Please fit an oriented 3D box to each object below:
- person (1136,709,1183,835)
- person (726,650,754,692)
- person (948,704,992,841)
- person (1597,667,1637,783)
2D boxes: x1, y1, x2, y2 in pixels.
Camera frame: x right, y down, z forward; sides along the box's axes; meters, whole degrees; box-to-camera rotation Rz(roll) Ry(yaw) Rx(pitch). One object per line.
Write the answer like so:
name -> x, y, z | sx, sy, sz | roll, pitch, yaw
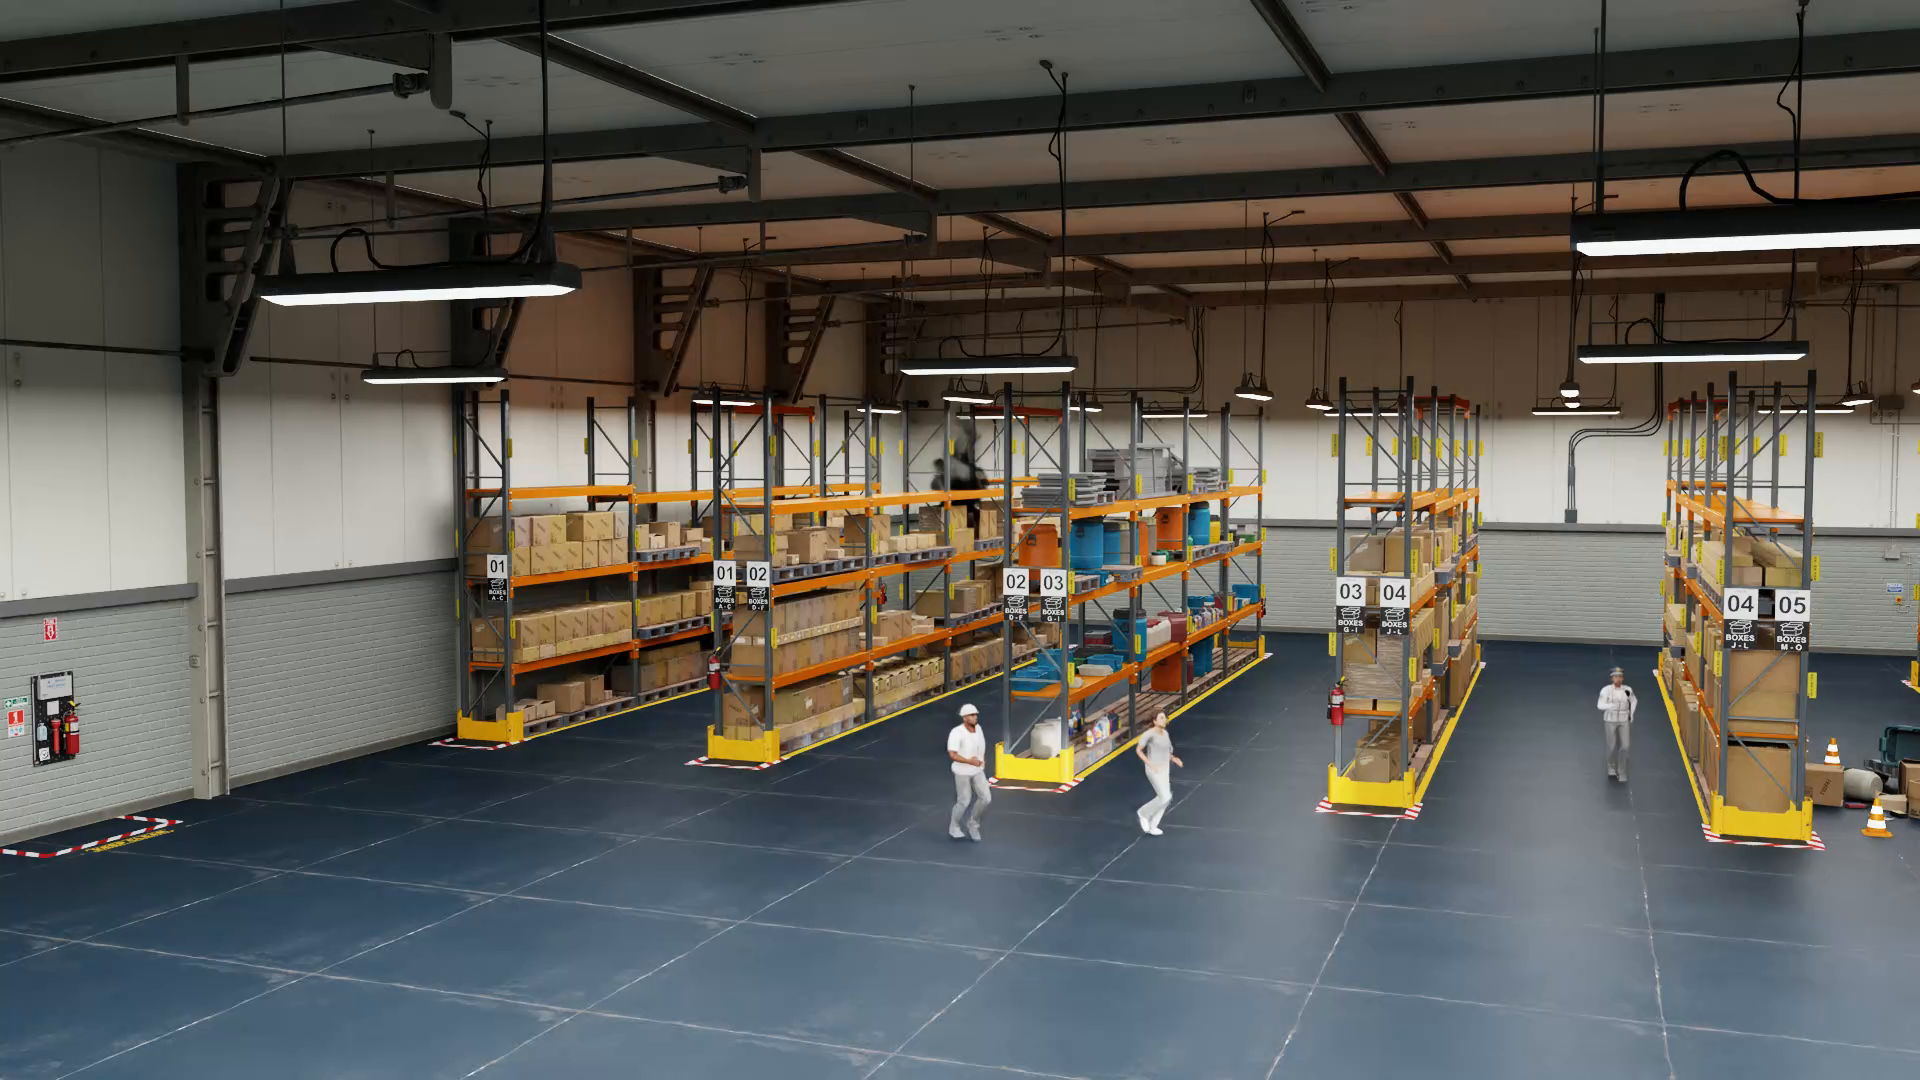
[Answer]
person -> 2.578, 2.998, 21.464 | 0.544, 1.626, 0.540 | 3, 4, 43
person -> -3.912, 2.499, 30.063 | 0.675, 1.688, 0.830 | 1, 3, 15
person -> 0.147, 2.972, 21.145 | 0.724, 1.789, 0.695 | -3, 4, -41
person -> 9.915, 2.781, 25.063 | 0.592, 1.728, 0.684 | 1, 3, 15
